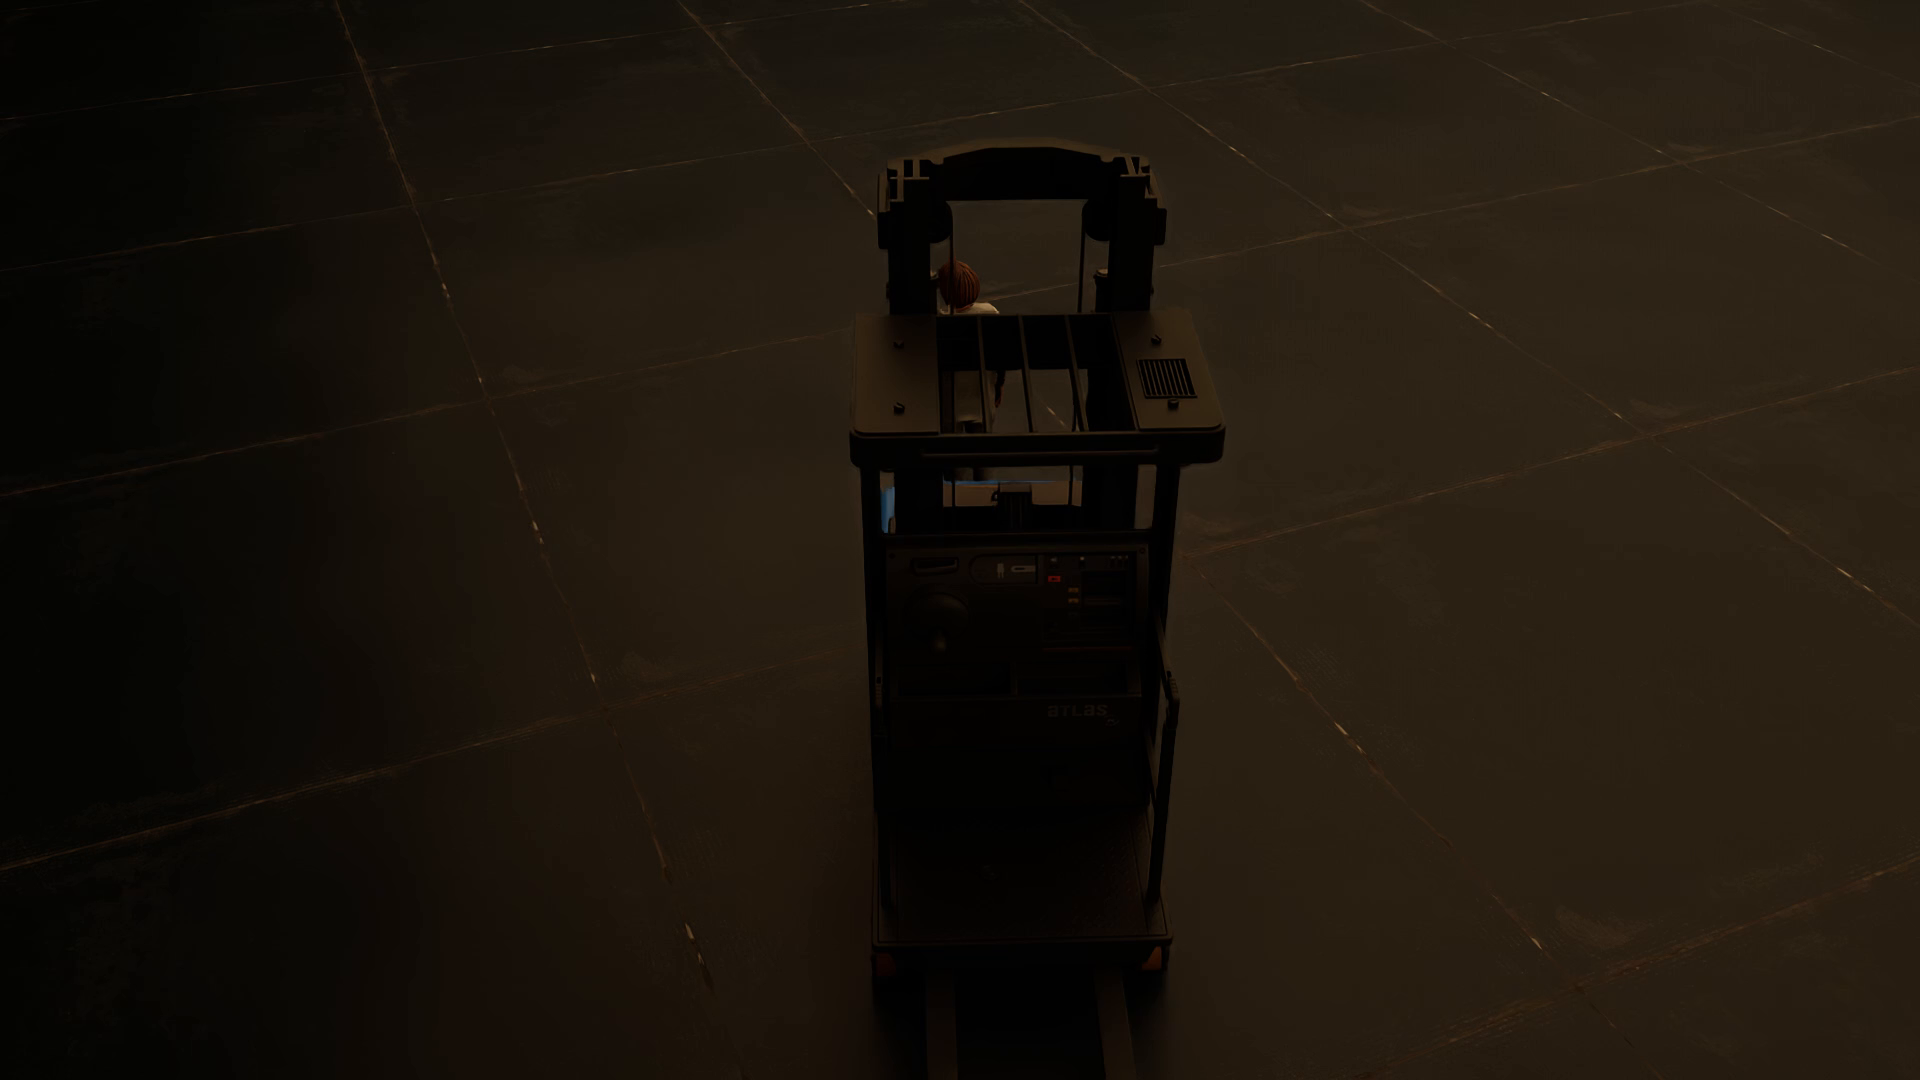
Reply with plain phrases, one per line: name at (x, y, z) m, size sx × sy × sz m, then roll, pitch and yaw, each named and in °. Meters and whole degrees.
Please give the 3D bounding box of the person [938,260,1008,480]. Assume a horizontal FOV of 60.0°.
person at (-0.016, -0.697, 8.223) m, size 0.519 × 1.591 × 0.474 m, roll -14°, pitch 38°, yaw -19°

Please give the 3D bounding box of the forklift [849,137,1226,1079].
forklift at (0.212, 0.269, 5.720) m, size 1.130 × 2.935 × 3.031 m, roll -1°, pitch 35°, yaw -2°
